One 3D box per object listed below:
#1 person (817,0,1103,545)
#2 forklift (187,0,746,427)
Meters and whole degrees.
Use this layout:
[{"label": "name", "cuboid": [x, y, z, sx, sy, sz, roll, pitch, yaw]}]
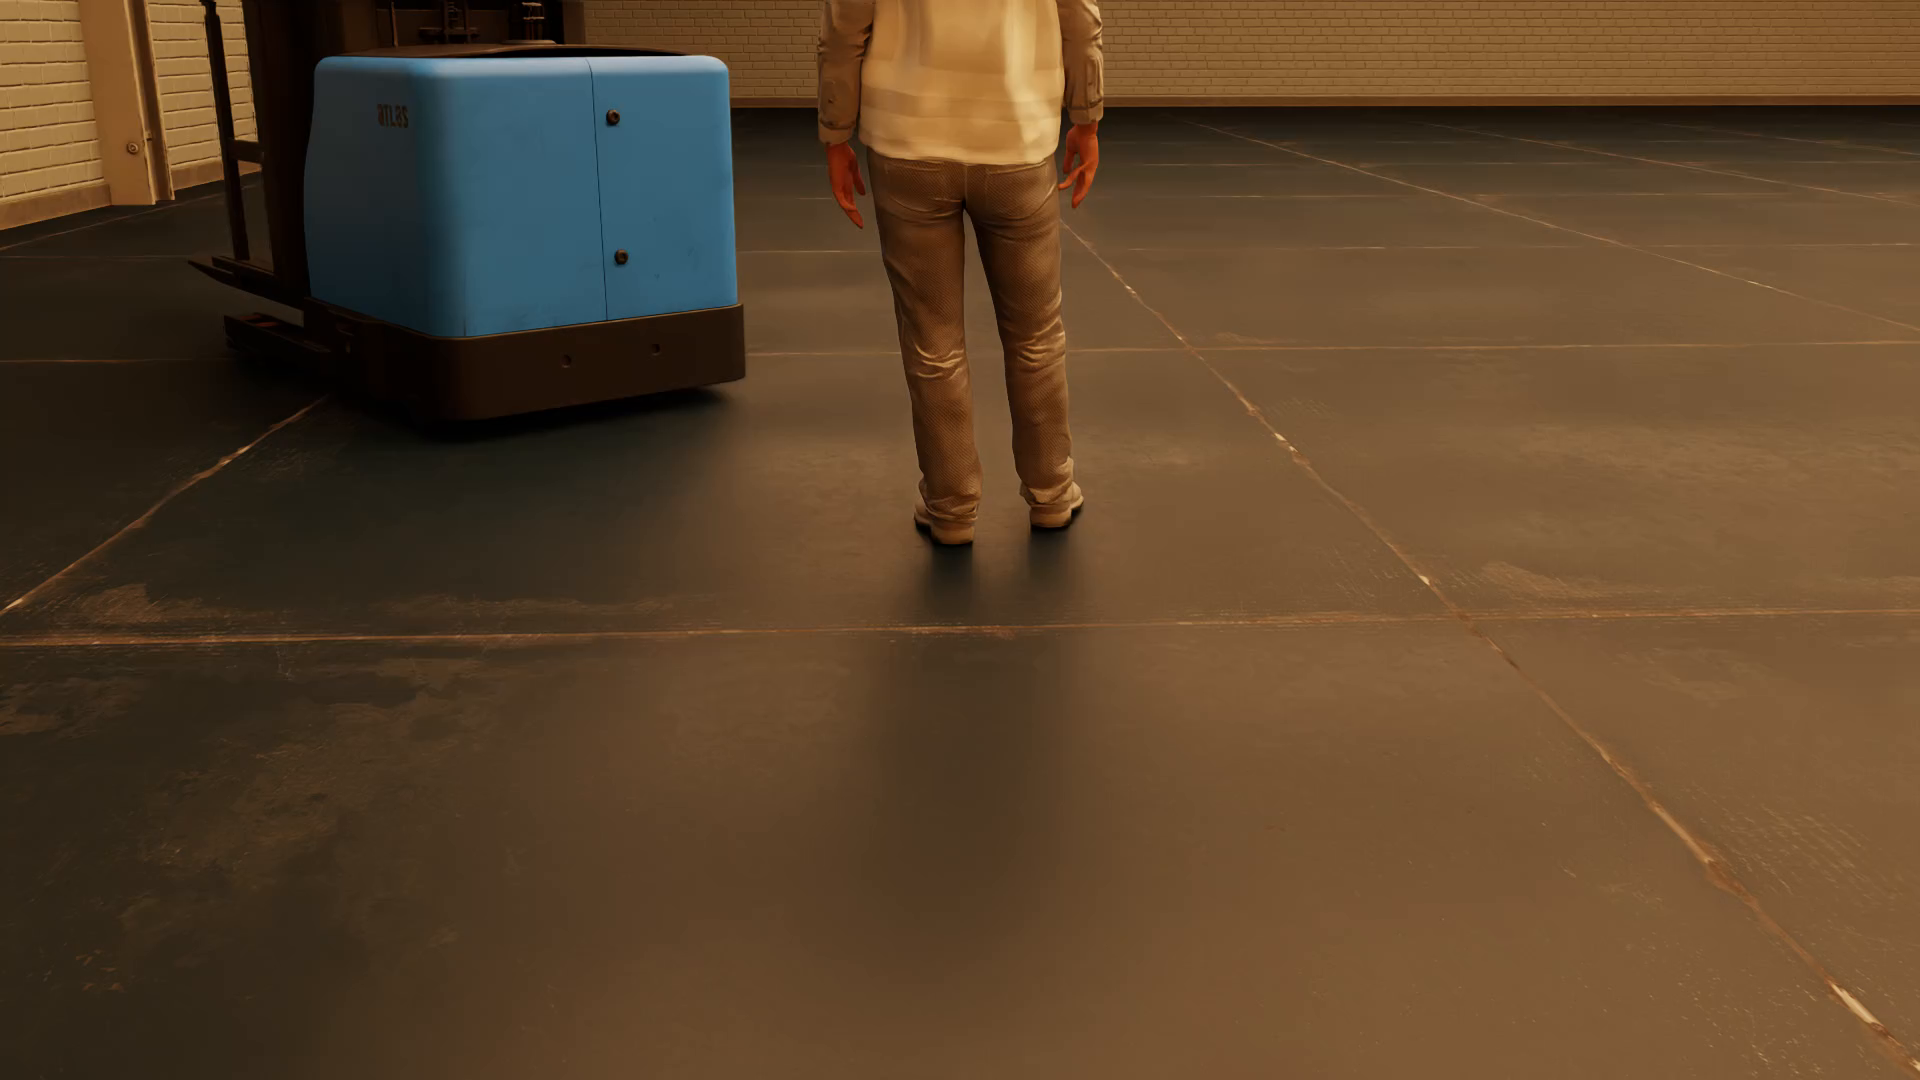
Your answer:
[{"label": "person", "cuboid": [0.004, -0.873, 3.717, 0.633, 1.775, 0.566, -1, 17, -3]}, {"label": "forklift", "cuboid": [-2.032, -2.099, 5.769, 1.130, 2.935, 3.031, -14, 22, -38]}]
